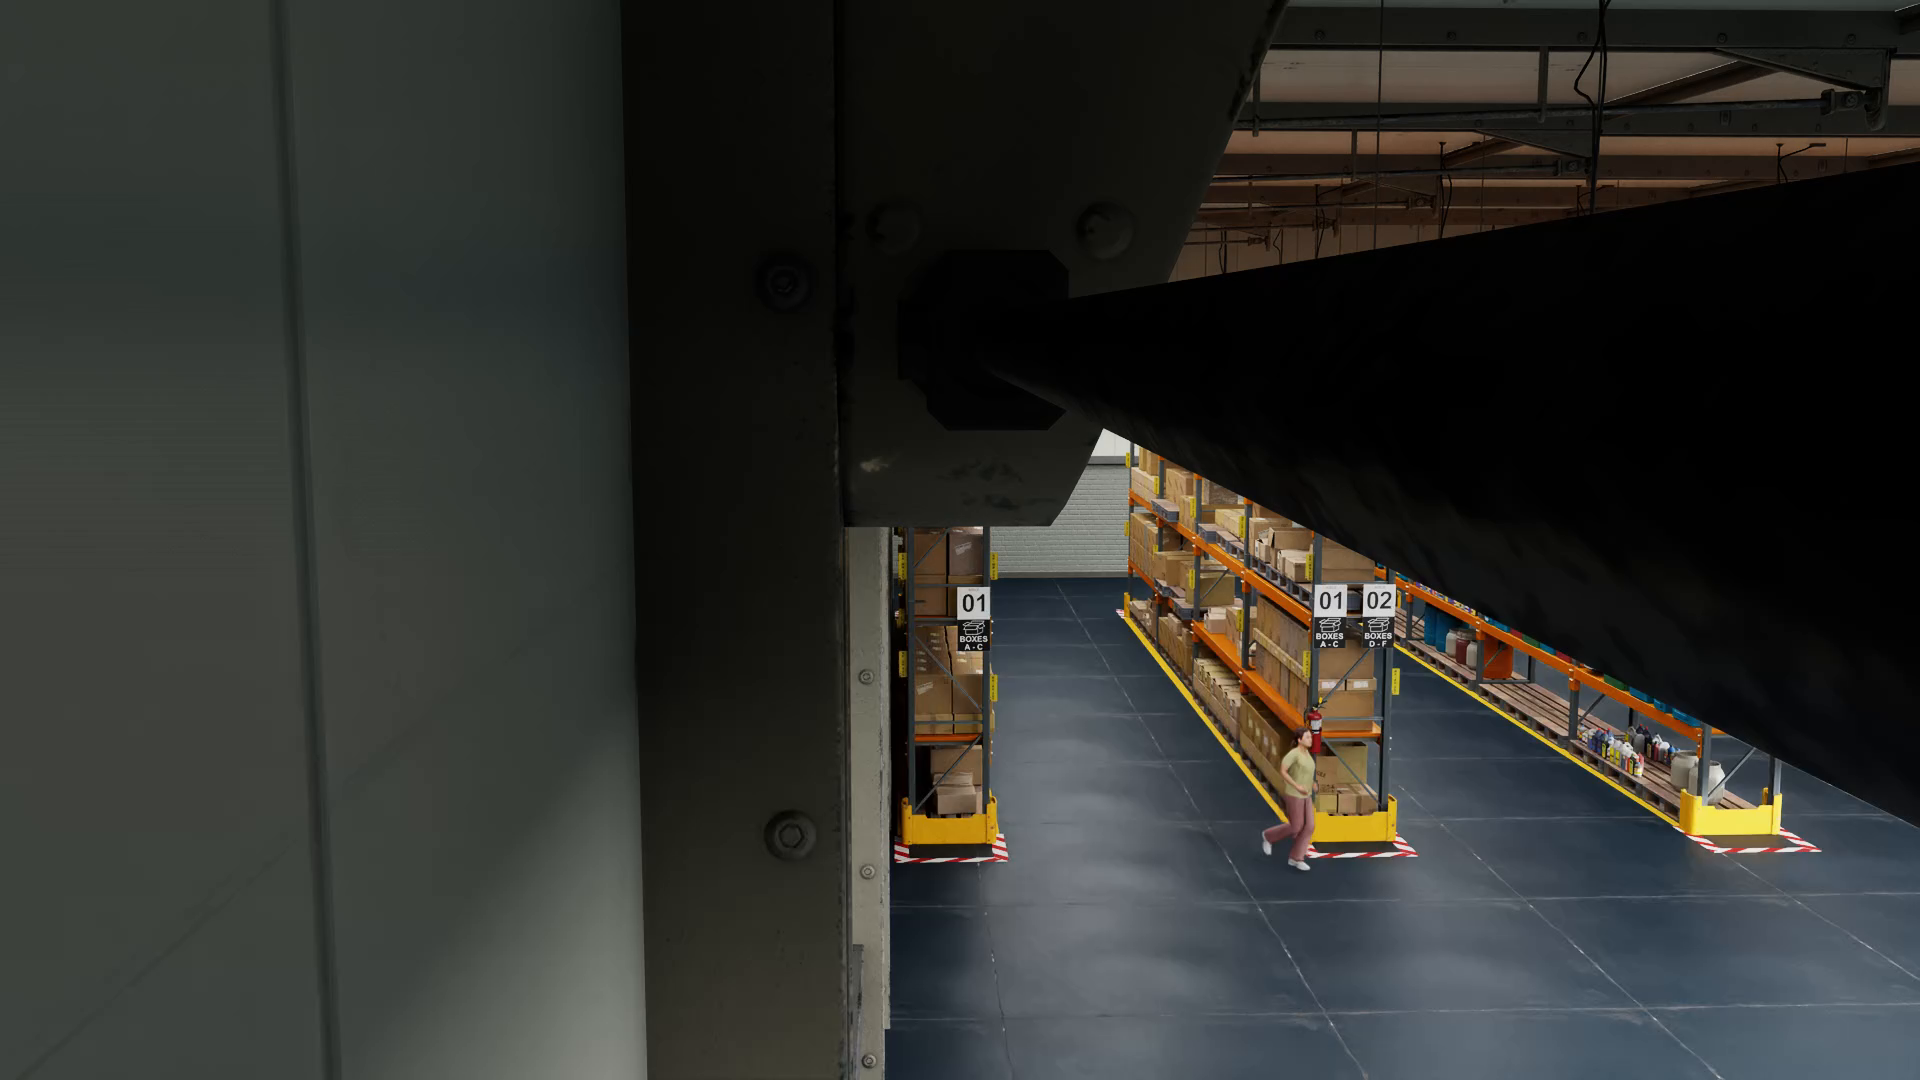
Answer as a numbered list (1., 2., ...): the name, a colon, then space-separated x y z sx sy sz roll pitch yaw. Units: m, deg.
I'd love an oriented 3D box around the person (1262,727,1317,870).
1. person: 3.945 2.997 19.621 0.690 1.630 0.620 6 10 41
